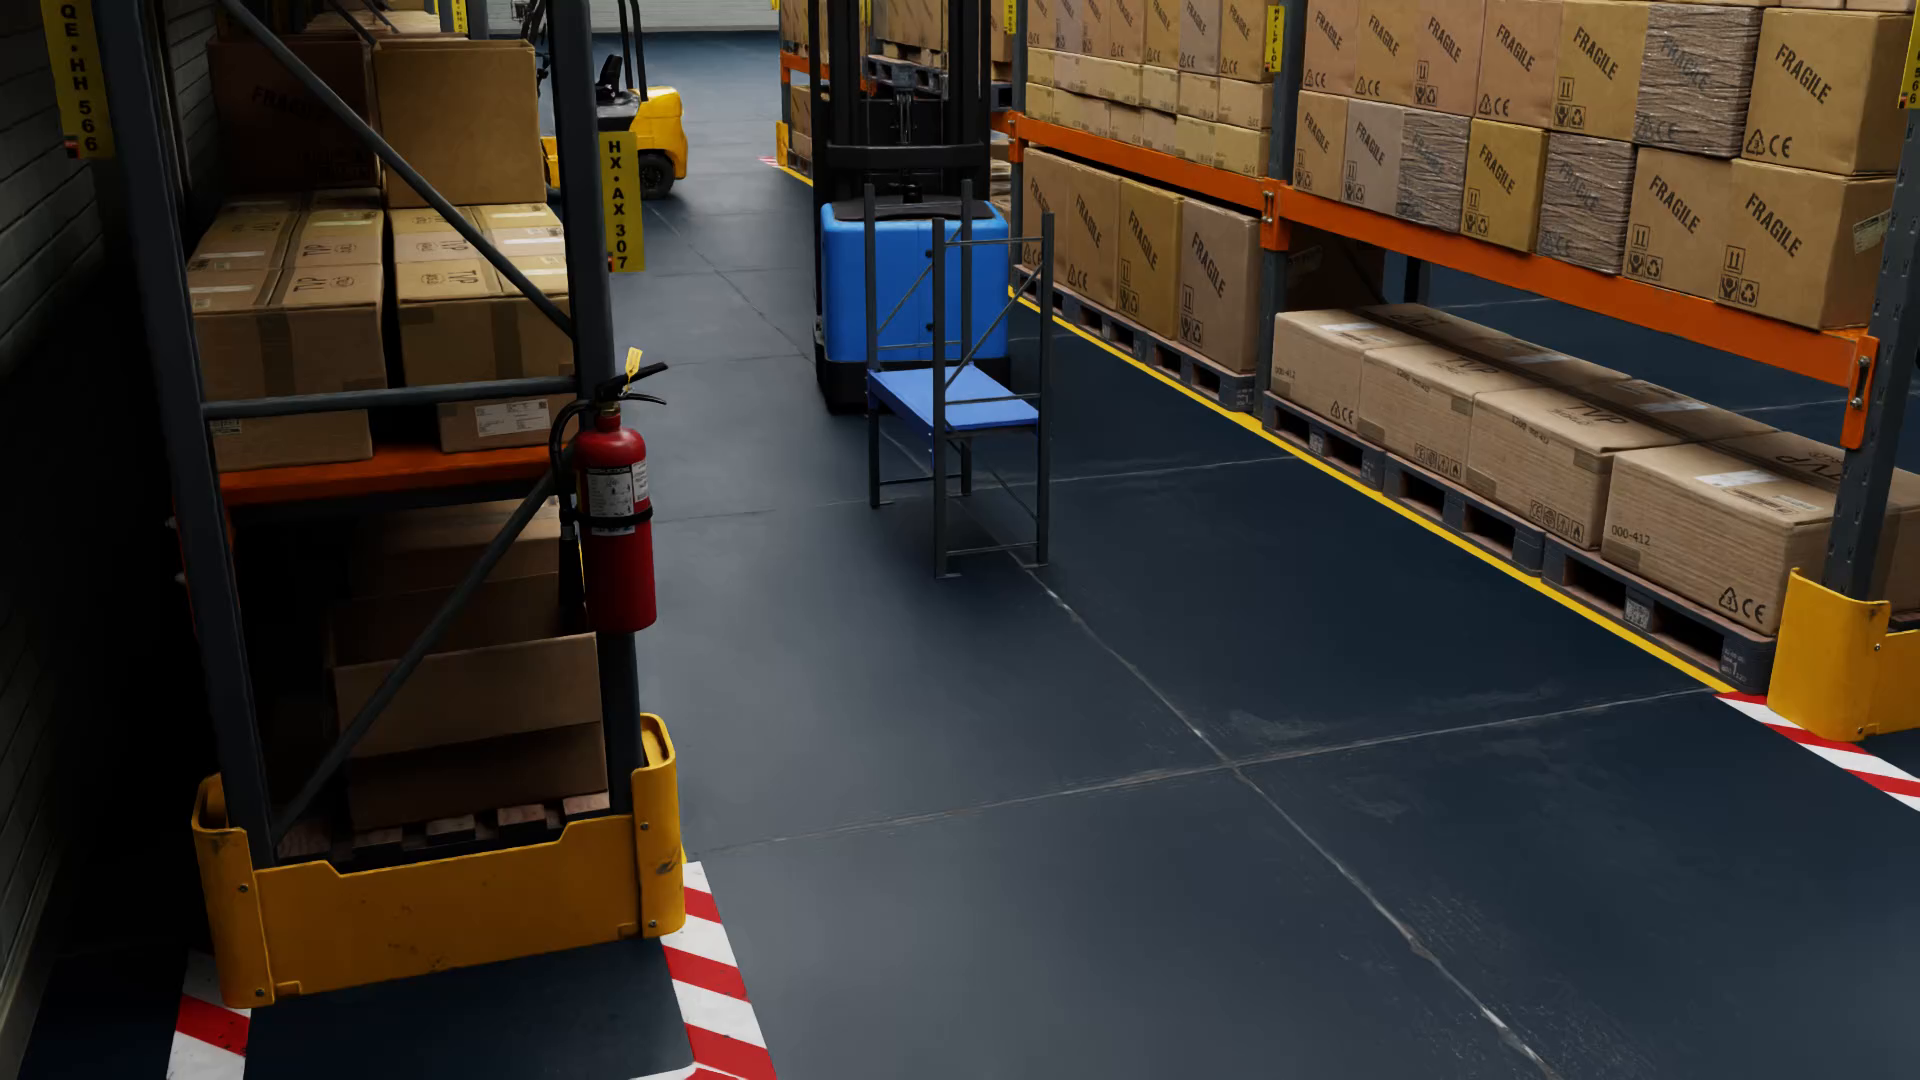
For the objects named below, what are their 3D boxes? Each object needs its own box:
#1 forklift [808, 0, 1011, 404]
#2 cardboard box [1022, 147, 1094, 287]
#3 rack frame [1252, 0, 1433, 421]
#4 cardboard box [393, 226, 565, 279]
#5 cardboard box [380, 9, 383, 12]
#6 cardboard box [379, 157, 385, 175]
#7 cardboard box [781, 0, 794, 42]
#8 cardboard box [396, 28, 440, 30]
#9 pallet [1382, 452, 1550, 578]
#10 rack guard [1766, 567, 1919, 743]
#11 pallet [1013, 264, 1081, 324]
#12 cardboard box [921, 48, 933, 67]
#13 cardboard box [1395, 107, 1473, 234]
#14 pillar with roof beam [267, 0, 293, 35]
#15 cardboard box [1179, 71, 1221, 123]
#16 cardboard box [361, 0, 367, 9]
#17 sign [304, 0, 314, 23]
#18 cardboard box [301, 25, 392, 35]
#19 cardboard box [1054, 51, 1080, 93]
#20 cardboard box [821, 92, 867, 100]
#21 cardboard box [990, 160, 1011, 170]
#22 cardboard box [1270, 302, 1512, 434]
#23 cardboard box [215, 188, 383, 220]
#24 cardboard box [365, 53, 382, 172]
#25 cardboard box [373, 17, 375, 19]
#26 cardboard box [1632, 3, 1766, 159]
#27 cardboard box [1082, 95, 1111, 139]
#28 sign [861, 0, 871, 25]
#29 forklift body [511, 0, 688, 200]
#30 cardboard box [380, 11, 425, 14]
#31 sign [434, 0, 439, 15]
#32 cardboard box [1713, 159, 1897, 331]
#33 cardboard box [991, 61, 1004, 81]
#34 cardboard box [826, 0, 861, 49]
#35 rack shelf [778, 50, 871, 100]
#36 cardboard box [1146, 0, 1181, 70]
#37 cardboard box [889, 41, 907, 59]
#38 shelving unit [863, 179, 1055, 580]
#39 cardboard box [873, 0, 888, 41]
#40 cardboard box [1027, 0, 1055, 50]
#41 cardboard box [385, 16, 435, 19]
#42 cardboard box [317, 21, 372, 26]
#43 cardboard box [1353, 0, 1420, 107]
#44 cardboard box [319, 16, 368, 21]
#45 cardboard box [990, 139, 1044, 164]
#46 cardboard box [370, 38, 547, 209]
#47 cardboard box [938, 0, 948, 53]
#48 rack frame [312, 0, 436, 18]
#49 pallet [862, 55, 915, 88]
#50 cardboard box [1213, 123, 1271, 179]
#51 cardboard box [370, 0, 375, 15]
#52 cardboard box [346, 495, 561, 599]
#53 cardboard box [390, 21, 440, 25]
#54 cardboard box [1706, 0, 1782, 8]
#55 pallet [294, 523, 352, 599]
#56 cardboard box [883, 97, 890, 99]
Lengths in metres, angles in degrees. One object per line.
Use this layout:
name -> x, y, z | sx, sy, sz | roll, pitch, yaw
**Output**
forklift -> -0.386, -2.600, 10.318 | 1.130, 2.935, 3.031 | -2, 20, -6
cardboard box -> 1.020, -2.390, 12.154 | 0.875, 0.875, 0.875 | -7, 21, -18
rack frame -> 2.139, -2.139, 8.934 | 1.000, 3.000, 0.127 | -6, 21, -17
cardboard box -> -1.360, -0.732, 4.799 | 0.500, 0.250, 0.500 | -6, 21, -17
cardboard box -> -5.128, -4.824, 15.301 | 0.380, 0.149, 0.250 | -6, 21, -17
cardboard box -> -2.180, -1.542, 7.055 | 0.500, 0.250, 0.500 | -6, 21, -16
cardboard box -> -1.747, -5.995, 19.083 | 0.500, 0.500, 0.500 | -7, 21, -18
cardboard box -> -3.735, -3.465, 11.520 | 0.380, 0.149, 0.250 | -6, 21, -16
pallet -> 2.691, -0.182, 7.611 | 1.003, 0.211, 1.213 | -6, 21, -17
rack guard -> 3.404, 0.329, 5.761 | 1.175, 0.500, 0.348 | -6, 21, -17
pallet -> 1.058, -1.849, 12.253 | 1.003, 0.211, 1.213 | -6, 21, -17
cardboard box -> -0.118, -4.153, 14.293 | 0.380, 0.149, 0.250 | -6, 20, -15
cardboard box -> 2.342, -1.685, 7.523 | 0.500, 0.500, 0.500 | -6, 21, -17
pillar with roof beam -> -2.894, -8.423, 17.554 | 9.100, 9.000, 0.400 | -6, 21, -17
cardboard box -> 1.605, -2.579, 9.641 | 0.500, 0.250, 0.500 | -6, 21, -16
cardboard box -> -5.513, -4.825, 14.865 | 0.380, 0.149, 0.250 | -7, 21, -19
sign -> -5.613, -4.563, 14.285 | 0.100, 0.325, 0.005 | -6, 21, -17
cardboard box -> -3.816, -2.957, 10.442 | 0.500, 0.500, 0.500 | -5, 20, -15
cardboard box -> 0.968, -3.232, 11.461 | 0.500, 0.250, 0.500 | -6, 21, -16
cardboard box -> -1.315, -4.621, 18.182 | 0.500, 0.500, 0.500 | -6, 21, -16
cardboard box -> 0.021, -3.269, 15.346 | 0.950, 0.372, 0.625 | -5, 20, -14
cardboard box -> 2.234, -0.918, 8.704 | 0.875, 0.438, 0.875 | -7, 21, -18
cardboard box -> -2.188, -1.008, 5.568 | 0.500, 0.250, 0.500 | -6, 21, -17
cardboard box -> -2.512, -2.034, 7.873 | 0.700, 0.500, 0.500 | -6, 21, -16
cardboard box -> -6.105, -4.994, 16.735 | 0.500, 0.500, 0.500 | -7, 21, -18
cardboard box -> 2.826, -1.667, 5.993 | 0.500, 0.500, 0.500 | -6, 21, -17
cardboard box -> 1.134, -2.836, 11.098 | 0.500, 0.250, 0.500 | -6, 21, -15
sign -> -0.888, -5.053, 15.768 | 0.100, 0.325, 0.005 | -6, 21, -17
forklift body -> -4.016, -4.647, 17.173 | 2.313, 2.155, 1.214 | -6, 21, -17
cardboard box -> -4.768, -4.444, 14.244 | 0.380, 0.149, 0.250 | -6, 21, -15
sign -> -4.574, -4.746, 14.597 | 0.100, 0.325, 0.005 | -6, 21, -17
cardboard box -> 2.993, -1.029, 5.696 | 0.500, 0.500, 0.500 | -6, 21, -17
cardboard box -> 0.402, -3.661, 12.921 | 0.380, 0.149, 0.250 | -6, 21, -16
cardboard box -> -1.087, -5.340, 17.258 | 0.500, 0.500, 0.500 | -6, 21, -16
rack shelf -> -1.004, -5.009, 17.990 | 1.077, 0.370, 4.000 | -6, 21, -17
cardboard box -> 1.450, -3.103, 9.992 | 0.500, 0.500, 0.500 | -6, 21, -16
cardboard box -> -0.432, -4.494, 15.240 | 0.380, 0.149, 0.250 | -6, 21, -16
shelving unit -> -0.027, -0.733, 7.239 | 0.538, 1.500, 1.048 | -6, 21, -17
cardboard box -> -0.500, -4.910, 15.440 | 0.500, 0.500, 0.500 | -6, 21, -16
cardboard box -> 0.805, -3.756, 11.809 | 0.500, 0.500, 0.500 | -7, 21, -19
cardboard box -> -4.412, -4.118, 13.336 | 0.380, 0.149, 0.250 | -7, 21, -18
cardboard box -> -4.624, -3.820, 12.506 | 0.380, 0.149, 0.250 | -6, 21, -16
cardboard box -> 2.212, -2.315, 7.798 | 0.500, 0.500, 0.500 | -7, 21, -18
cardboard box -> -4.967, -4.143, 13.405 | 0.380, 0.149, 0.250 | -7, 21, -18
cardboard box -> 0.579, -4.019, 17.864 | 0.500, 0.500, 0.500 | 8, 21, 20
cardboard box -> -1.673, -1.405, 5.562 | 0.500, 0.500, 0.500 | -6, 21, -16
cardboard box -> 0.142, -4.250, 13.603 | 0.500, 0.500, 0.500 | -8, 21, -21
rack frame -> -5.086, -4.178, 14.610 | 1.000, 3.000, 0.127 | -6, 21, -17
pallet -> -0.273, -4.355, 15.388 | 1.003, 0.211, 1.213 | -6, 21, -17
cardboard box -> 1.759, -2.186, 9.286 | 0.500, 0.250, 0.500 | -7, 21, -18
cardboard box -> -6.272, -5.523, 17.247 | 0.380, 0.149, 0.250 | -7, 21, -18
cardboard box -> -1.649, 0.167, 5.590 | 0.700, 0.500, 0.500 | -6, 20, -15
cardboard box -> -4.065, -3.793, 12.432 | 0.380, 0.149, 0.250 | -6, 21, -16
cardboard box -> 2.830, -1.925, 5.752 | 0.380, 0.149, 0.250 | -7, 21, -18
pallet -> -2.357, -0.077, 7.320 | 1.003, 0.211, 1.213 | -6, 21, -17
cardboard box -> -0.645, -4.518, 17.894 | 0.500, 0.500, 0.500 | -5, 20, -14
